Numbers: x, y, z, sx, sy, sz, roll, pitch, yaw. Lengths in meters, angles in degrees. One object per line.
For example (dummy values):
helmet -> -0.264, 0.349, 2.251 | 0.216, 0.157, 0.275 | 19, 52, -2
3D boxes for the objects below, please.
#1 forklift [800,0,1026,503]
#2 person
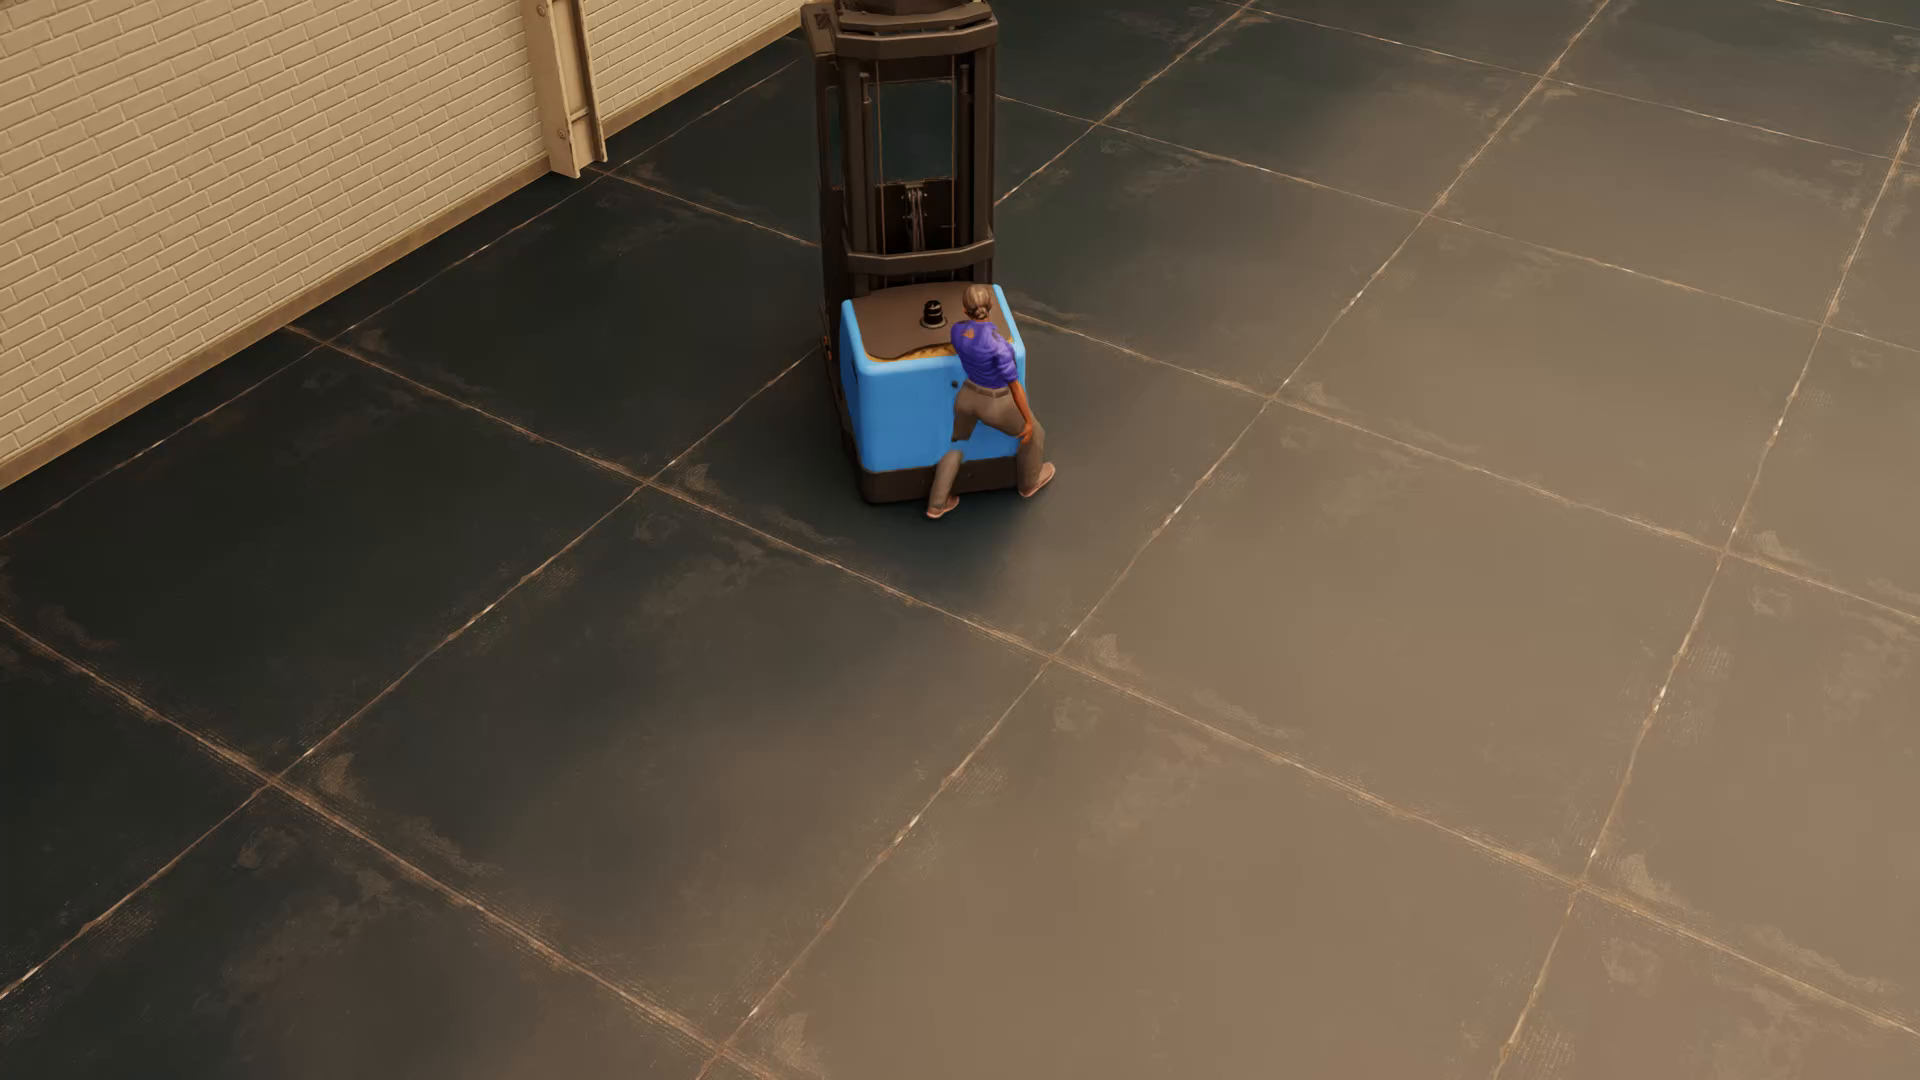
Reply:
forklift -> -0.374, -2.307, 10.690 | 1.130, 2.935, 3.031 | -7, 41, -8
person -> 0.223, -0.840, 10.021 | 0.615, 1.577, 0.814 | 24, 46, 26
